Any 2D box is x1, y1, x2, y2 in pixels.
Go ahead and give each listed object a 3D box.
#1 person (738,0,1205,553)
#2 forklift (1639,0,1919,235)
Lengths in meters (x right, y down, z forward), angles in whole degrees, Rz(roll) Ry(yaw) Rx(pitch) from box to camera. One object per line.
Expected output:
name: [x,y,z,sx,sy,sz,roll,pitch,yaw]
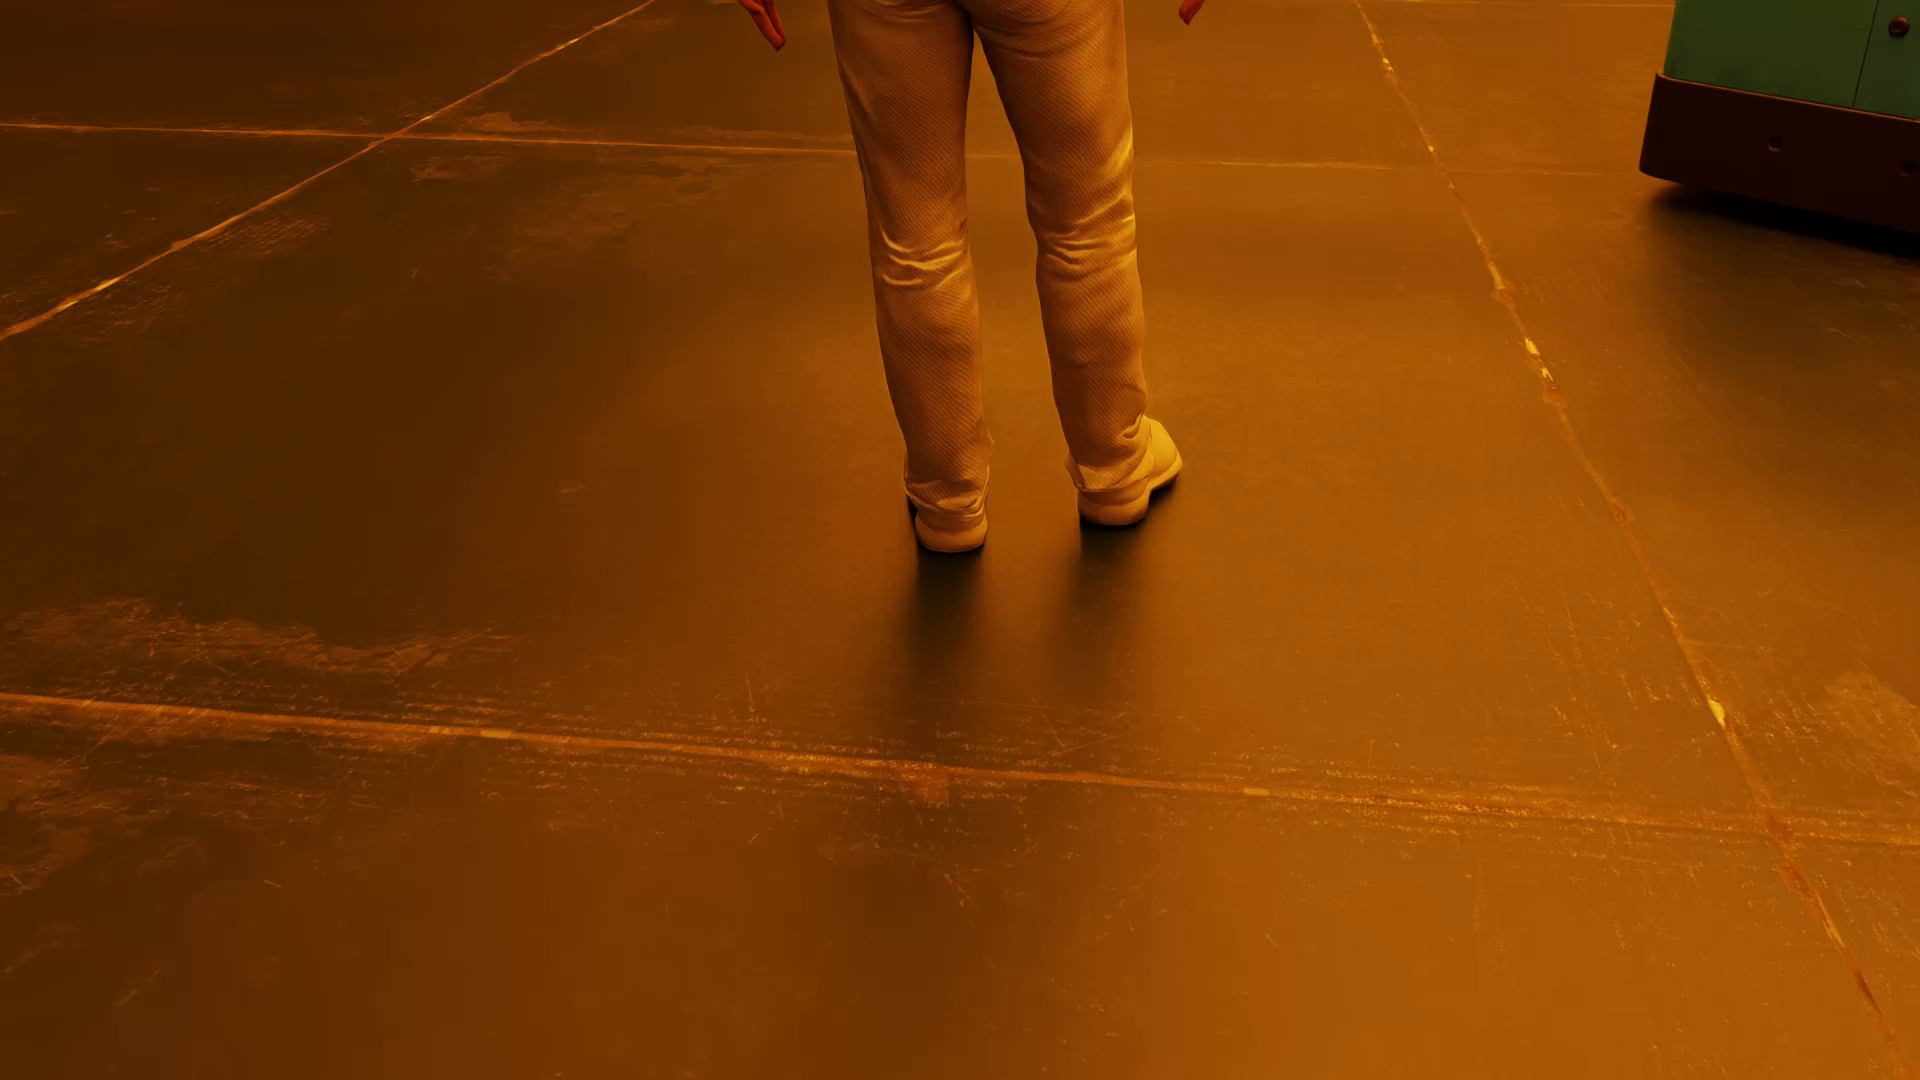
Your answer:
person: [0.015,-0.827,2.164,0.665,1.768,0.575,3,27,7]
forklift: [3.193,-2.418,4.063,3.031,2.935,1.130,-19,32,-34]
